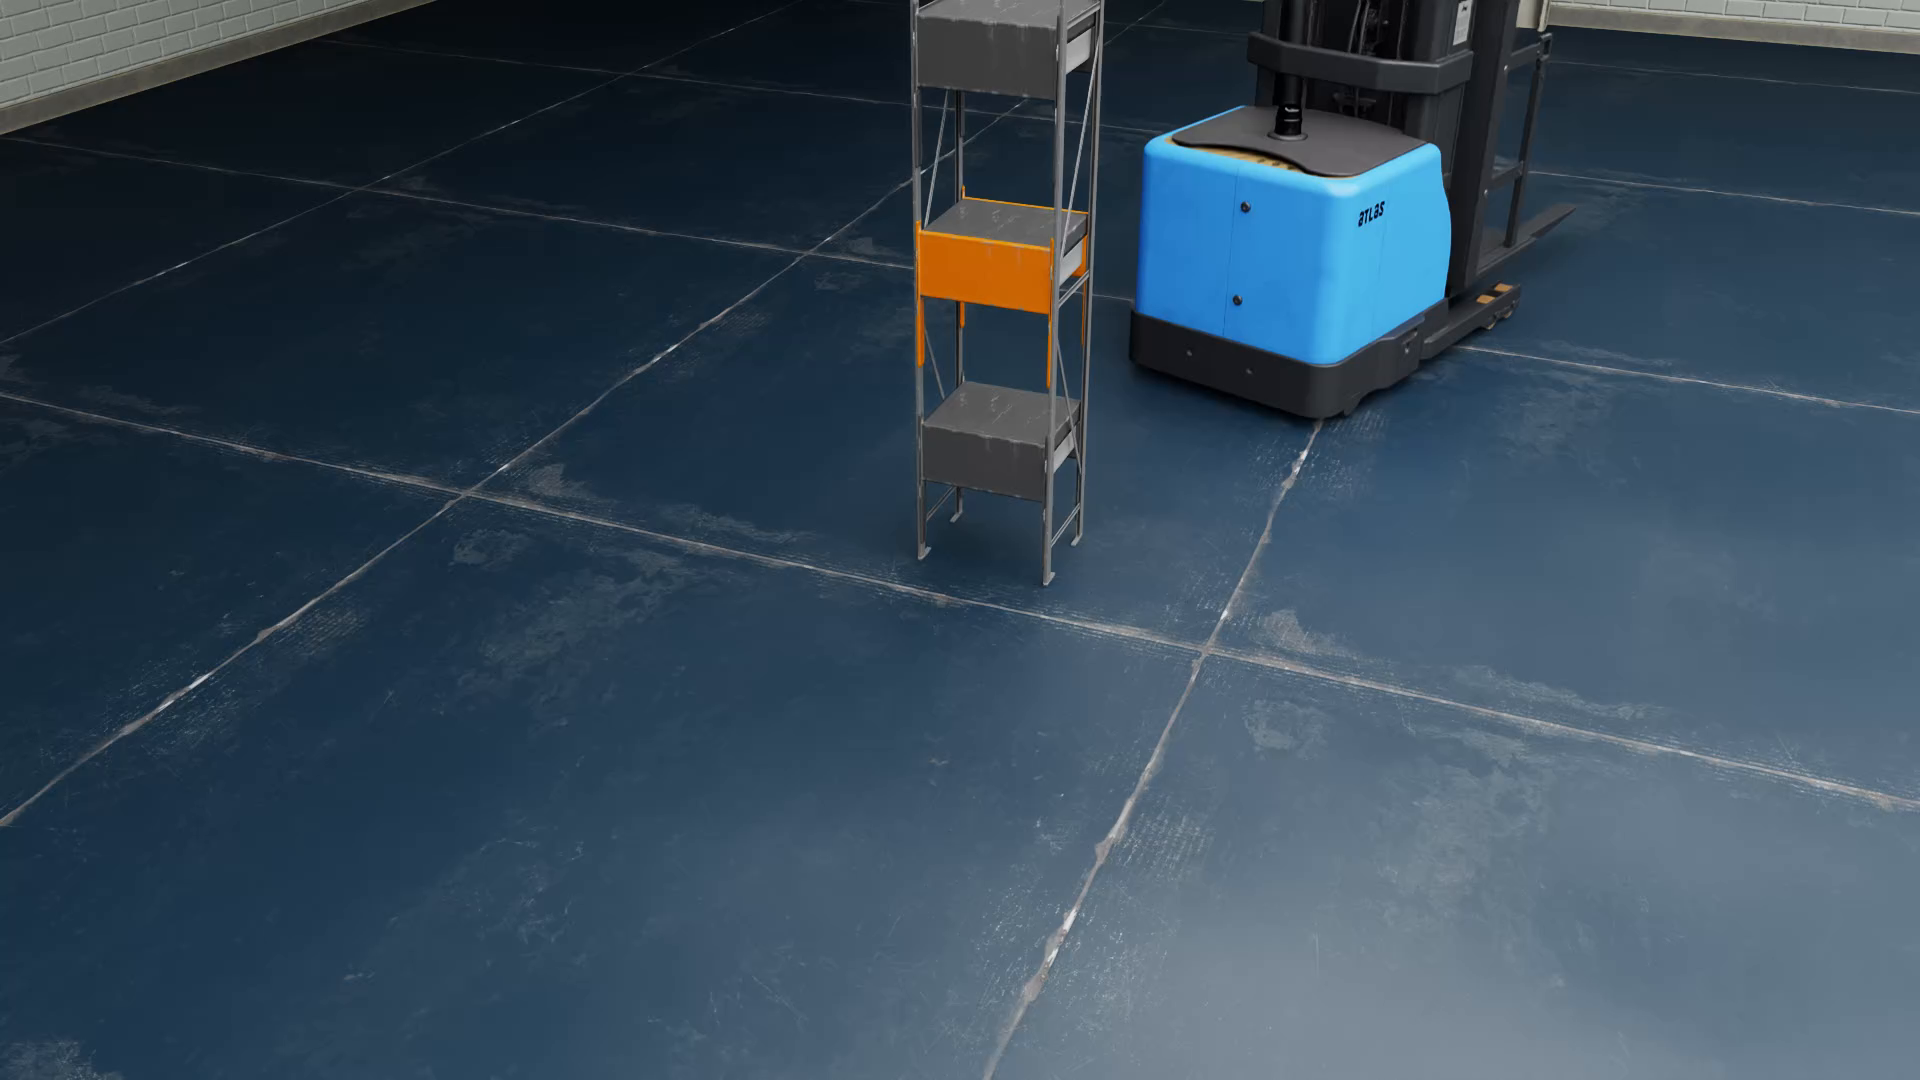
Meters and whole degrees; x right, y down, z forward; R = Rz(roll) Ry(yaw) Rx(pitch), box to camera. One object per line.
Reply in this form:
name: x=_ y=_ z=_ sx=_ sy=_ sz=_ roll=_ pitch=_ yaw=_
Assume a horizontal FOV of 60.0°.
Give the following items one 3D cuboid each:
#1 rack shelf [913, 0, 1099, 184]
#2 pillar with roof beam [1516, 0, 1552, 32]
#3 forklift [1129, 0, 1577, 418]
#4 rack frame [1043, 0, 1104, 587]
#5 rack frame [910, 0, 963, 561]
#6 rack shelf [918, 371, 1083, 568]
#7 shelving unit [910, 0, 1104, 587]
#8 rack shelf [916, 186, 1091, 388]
rack shelf: x=0.153 y=-1.481 z=5.341 sx=0.480 sy=0.518 sz=0.431 roll=11 pitch=31 yaw=19
pillar with roof beam: x=3.038 y=-6.224 z=8.117 sx=0.400 sy=9.000 sz=9.100 roll=11 pitch=31 yaw=19
forklift: x=2.106 y=-2.438 z=7.584 sx=1.130 sy=2.935 sz=3.031 roll=23 pitch=37 yaw=34
rack frame: x=0.379 y=-0.838 z=5.599 sx=0.015 sy=2.100 sz=0.400 roll=11 pitch=31 yaw=19
rack frame: x=-0.073 y=-0.929 z=5.759 sx=0.015 sy=2.100 sz=0.400 roll=11 pitch=31 yaw=19
rack shelf: x=0.153 y=-0.262 z=6.030 sx=0.480 sy=0.518 sz=0.431 roll=11 pitch=31 yaw=19
shelving unit: x=0.153 y=-0.883 z=5.679 sx=0.503 sy=2.100 sz=0.431 roll=11 pitch=31 yaw=19
rack shelf: x=0.153 y=-0.872 z=5.686 sx=0.480 sy=0.518 sz=0.431 roll=11 pitch=31 yaw=19
